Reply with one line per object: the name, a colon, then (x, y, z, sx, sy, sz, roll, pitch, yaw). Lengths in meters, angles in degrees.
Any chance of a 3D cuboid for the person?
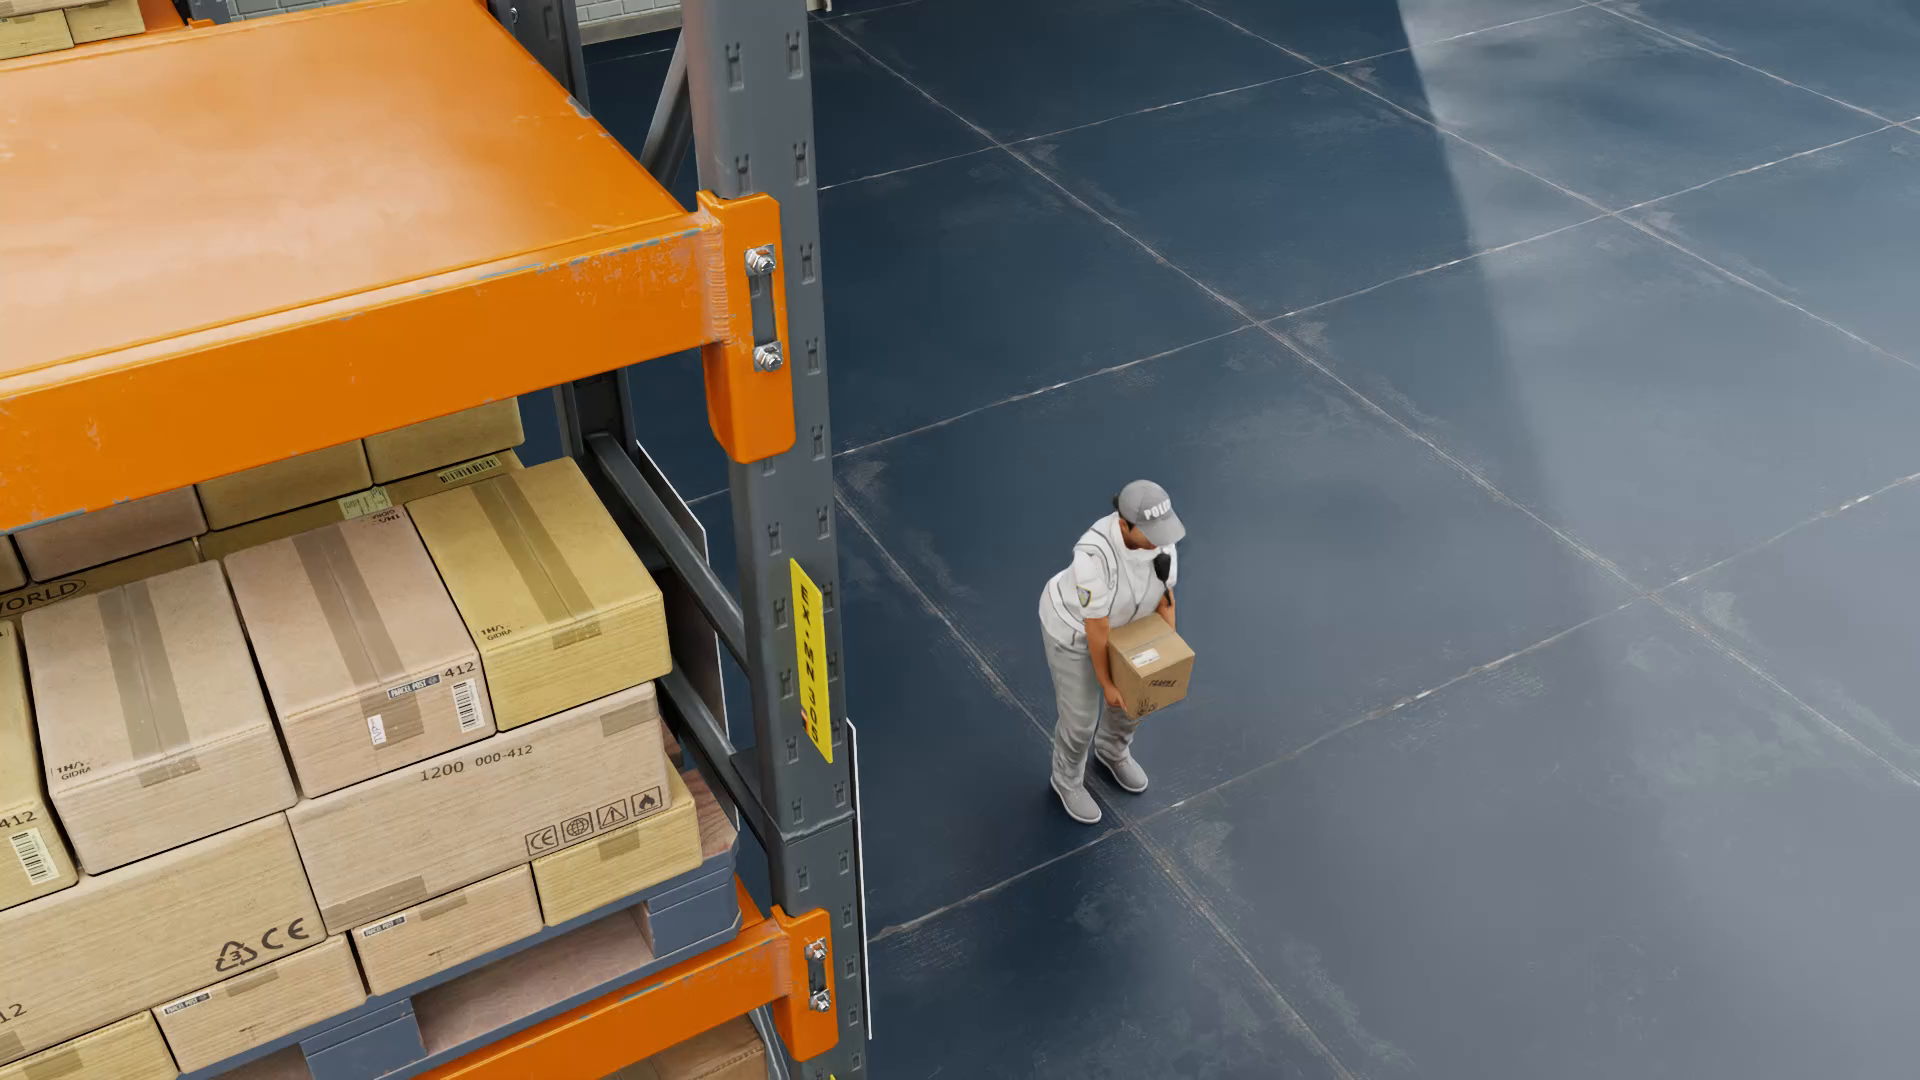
person: (0.590, 0.396, 6.442, 0.452, 1.623, 0.593, -20, 41, -24)
